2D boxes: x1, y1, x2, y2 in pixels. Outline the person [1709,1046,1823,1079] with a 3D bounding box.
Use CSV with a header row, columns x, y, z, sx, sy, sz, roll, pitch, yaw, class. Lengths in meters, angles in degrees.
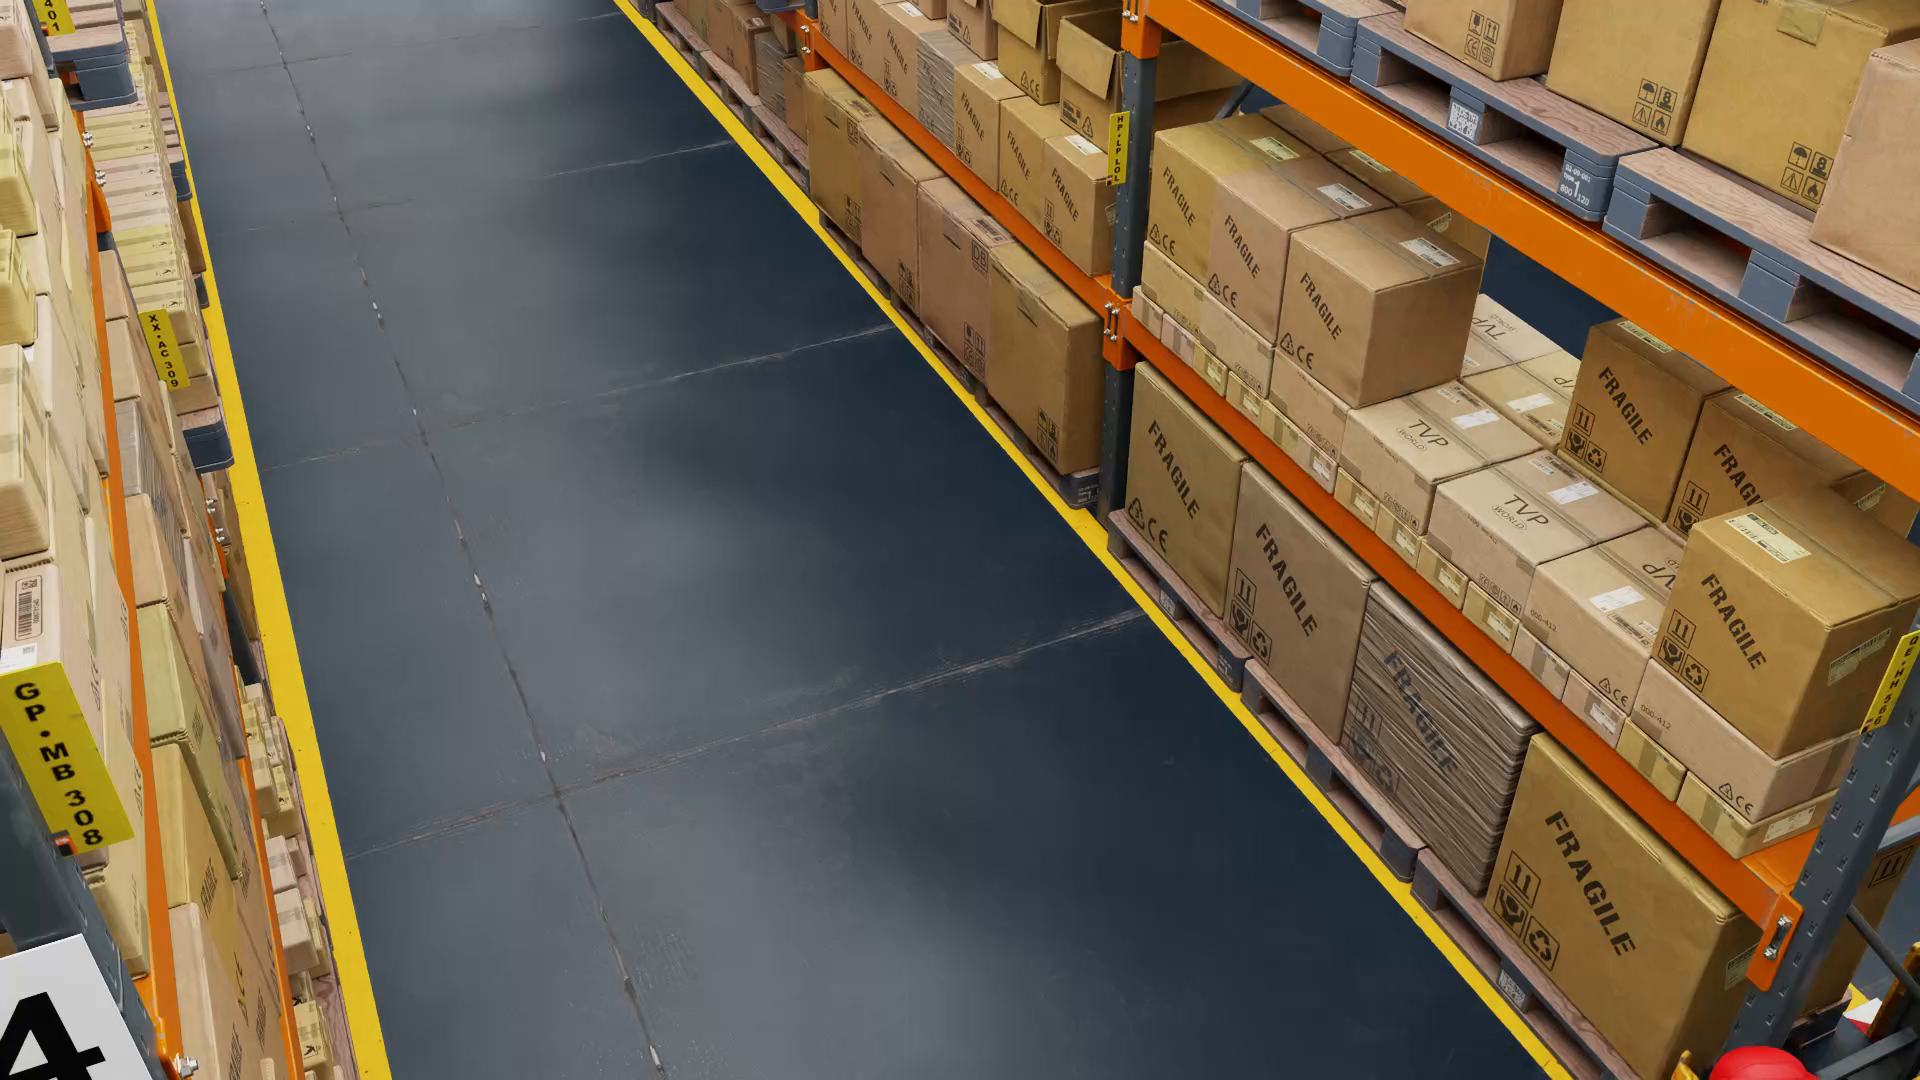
x,y,z,sx,sy,sz,roll,pitch,yaw,class
1.853,1.968,4.211,0.566,1.788,0.599,-19,41,-23,person
